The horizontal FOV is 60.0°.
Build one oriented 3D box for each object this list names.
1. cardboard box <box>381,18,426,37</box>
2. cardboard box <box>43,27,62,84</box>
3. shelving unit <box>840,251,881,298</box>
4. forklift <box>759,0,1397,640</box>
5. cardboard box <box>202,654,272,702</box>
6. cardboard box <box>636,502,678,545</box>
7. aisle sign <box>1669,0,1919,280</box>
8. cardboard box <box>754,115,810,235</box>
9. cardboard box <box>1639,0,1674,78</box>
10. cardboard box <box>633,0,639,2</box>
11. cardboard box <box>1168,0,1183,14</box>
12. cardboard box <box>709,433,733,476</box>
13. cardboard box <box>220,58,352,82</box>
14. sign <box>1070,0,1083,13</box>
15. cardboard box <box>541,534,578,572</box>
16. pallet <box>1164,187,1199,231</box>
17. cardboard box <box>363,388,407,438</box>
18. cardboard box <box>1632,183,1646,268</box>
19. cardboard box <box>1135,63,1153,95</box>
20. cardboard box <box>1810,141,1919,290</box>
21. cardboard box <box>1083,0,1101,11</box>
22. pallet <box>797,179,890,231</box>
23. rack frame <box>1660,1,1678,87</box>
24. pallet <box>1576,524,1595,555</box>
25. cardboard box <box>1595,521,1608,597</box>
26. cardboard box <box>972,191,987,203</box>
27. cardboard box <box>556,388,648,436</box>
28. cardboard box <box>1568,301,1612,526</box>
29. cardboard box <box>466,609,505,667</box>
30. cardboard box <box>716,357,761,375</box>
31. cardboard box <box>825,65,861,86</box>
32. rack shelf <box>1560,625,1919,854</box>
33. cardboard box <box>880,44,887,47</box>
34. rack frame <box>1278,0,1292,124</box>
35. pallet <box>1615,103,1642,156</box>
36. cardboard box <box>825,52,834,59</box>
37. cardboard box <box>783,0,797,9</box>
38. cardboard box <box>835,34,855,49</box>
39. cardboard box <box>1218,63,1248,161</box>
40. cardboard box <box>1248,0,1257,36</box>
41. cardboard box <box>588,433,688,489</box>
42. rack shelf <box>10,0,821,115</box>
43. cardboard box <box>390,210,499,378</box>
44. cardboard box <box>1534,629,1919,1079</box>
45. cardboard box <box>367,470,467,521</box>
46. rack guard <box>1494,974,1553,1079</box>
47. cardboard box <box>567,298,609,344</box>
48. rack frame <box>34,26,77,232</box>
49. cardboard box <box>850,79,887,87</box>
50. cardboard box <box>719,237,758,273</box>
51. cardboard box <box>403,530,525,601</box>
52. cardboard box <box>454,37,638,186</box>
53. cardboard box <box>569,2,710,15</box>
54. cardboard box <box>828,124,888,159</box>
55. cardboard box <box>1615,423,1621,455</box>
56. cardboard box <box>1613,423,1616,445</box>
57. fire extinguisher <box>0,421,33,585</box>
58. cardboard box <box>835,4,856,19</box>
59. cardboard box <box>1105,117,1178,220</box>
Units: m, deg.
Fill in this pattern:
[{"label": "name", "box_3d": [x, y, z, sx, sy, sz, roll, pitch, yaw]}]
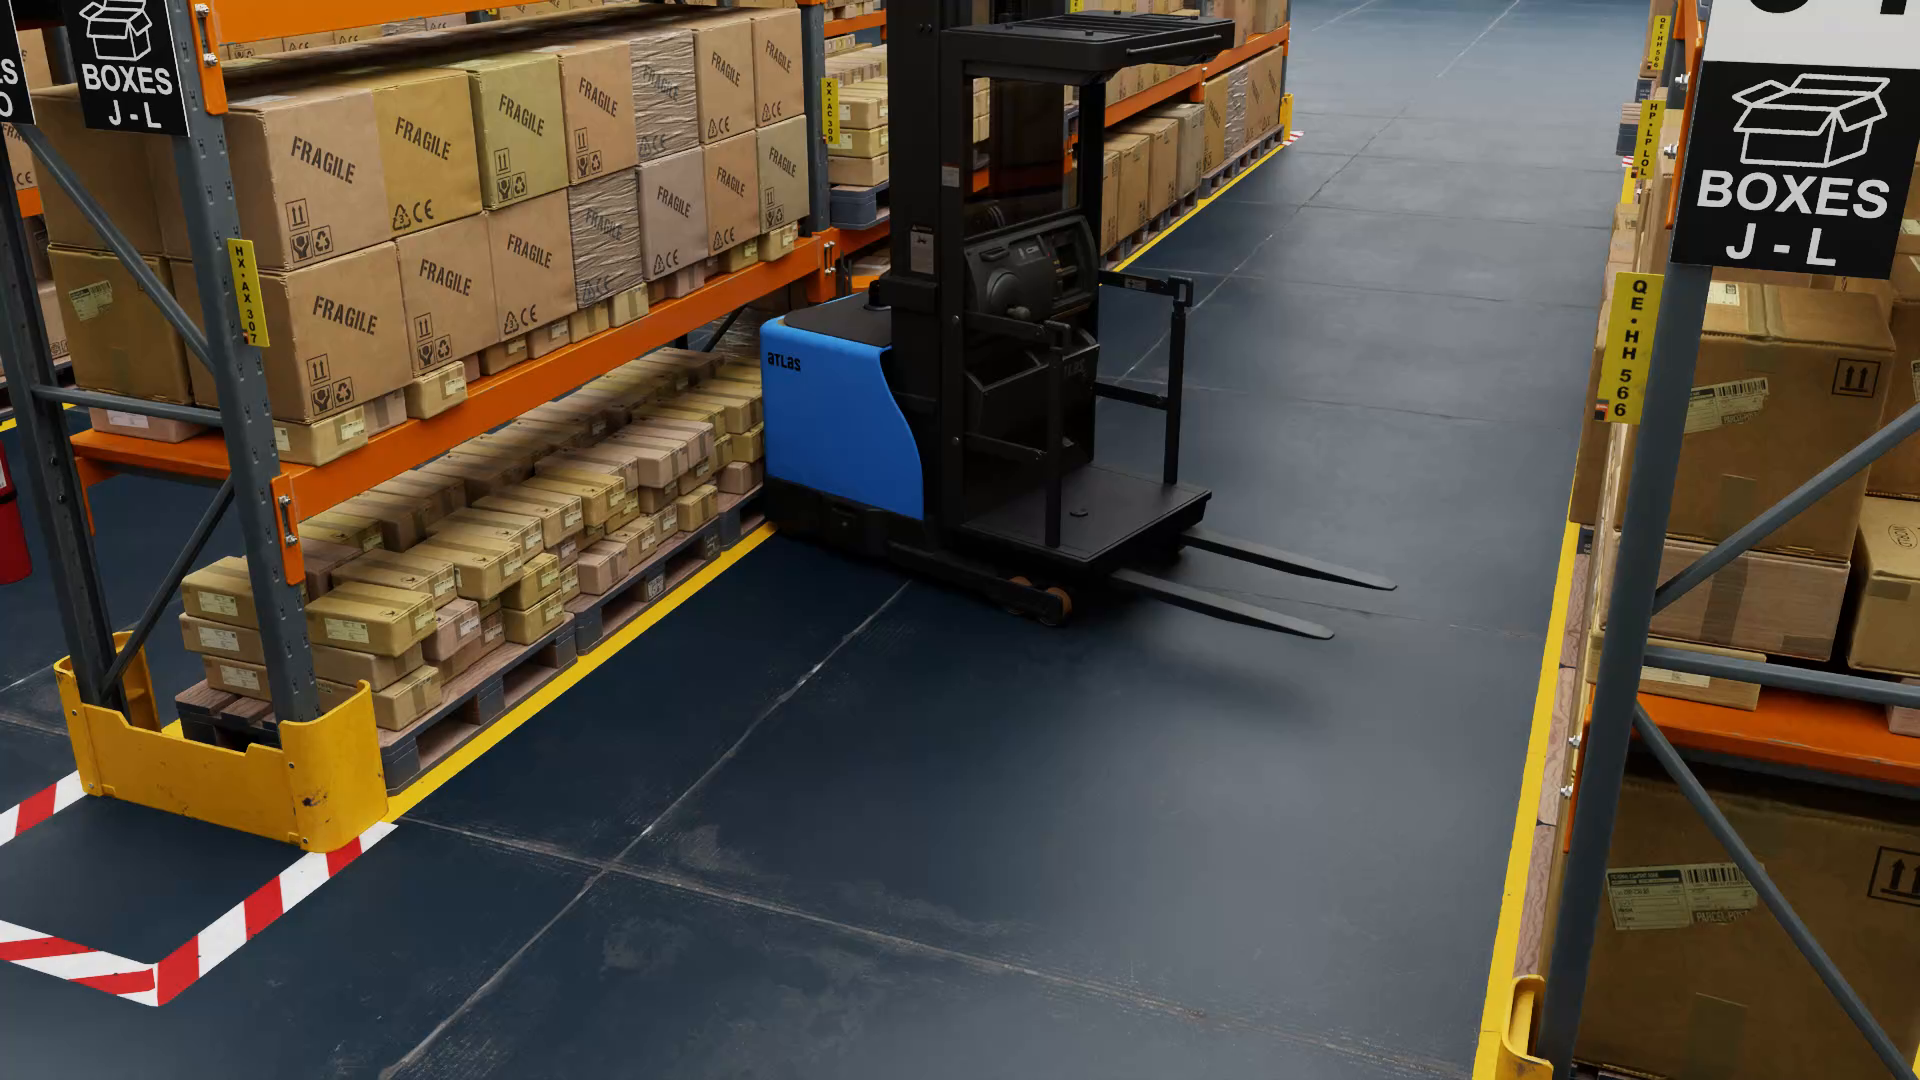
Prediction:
[{"label": "cardboard box", "box_3d": [-4.447, -4.058, 12.647, 0.500, 0.500, 0.500, 9, 24, 21]}, {"label": "cardboard box", "box_3d": [-5.371, -3.150, 10.473, 0.500, 0.500, 0.500, 9, 24, 21]}, {"label": "shelving unit", "box_3d": [-0.361, -0.957, 8.984, 0.503, 1.200, 0.258, -5, 23, -13]}, {"label": "forklift", "box_3d": [0.495, -1.205, 7.332, 3.031, 2.935, 1.130, 17, 28, 34]}, {"label": "cardboard box", "box_3d": [-2.652, 0.481, 6.361, 0.380, 0.149, 0.250, 9, 24, 21]}, {"label": "cardboard box", "box_3d": [-1.541, -0.089, 7.725, 0.380, 0.149, 0.250, 9, 24, 21]}, {"label": "aisle sign", "box_3d": [1.609, -0.893, 3.123, 0.394, 0.787, 0.004, 9, 24, 20]}, {"label": "cardboard box", "box_3d": [-1.085, -1.824, 8.209, 0.500, 0.500, 0.500, 9, 24, 20]}, {"label": "cardboard box", "box_3d": [5.946, -4.177, 13.034, 1.000, 1.000, 1.000, 9, 24, 20]}, {"label": "cardboard box", "box_3d": [-3.168, -5.207, 15.763, 0.500, 0.500, 0.500, 10, 25, 22]}, {"label": "cardboard box", "box_3d": [1.625, -5.046, 15.011, 0.700, 0.500, 0.500, 8, 24, 19]}, {"label": "cardboard box", "box_3d": [-1.346, -0.438, 8.176, 0.380, 0.149, 0.250, 9, 24, 21]}, {"label": "cardboard box", "box_3d": [-2.526, -1.448, 6.012, 0.500, 0.500, 0.500, 8, 24, 18]}, {"label": "sign", "box_3d": [0.826, -3.709, 11.838, 0.100, 0.325, 0.005, 9, 24, 20]}, {"label": "cardboard box", "box_3d": [-1.851, 0.036, 7.040, 0.380, 0.149, 0.250, 8, 24, 18]}, {"label": "pallet", "box_3d": [1.587, -3.143, 15.501, 1.003, 0.211, 1.213, 9, 24, 20]}, {"label": "cardboard box", "box_3d": [-2.173, -0.473, 5.816, 0.380, 0.149, 0.250, 10, 25, 22]}, {"label": "cardboard box", "box_3d": [3.510, -1.536, 7.906, 0.500, 0.500, 0.500, 10, 25, 22]}, {"label": "cardboard box", "box_3d": [1.297, -3.994, 13.791, 0.500, 0.500, 0.500, 9, 24, 19]}, {"label": "cardboard box", "box_3d": [3.287, -1.140, 5.924, 0.500, 0.500, 0.500, 9, 24, 21]}, {"label": "cardboard box", "box_3d": [0.681, -4.133, 12.826, 0.700, 0.500, 0.500, 8, 24, 19]}, {"label": "pallet", "box_3d": [-0.749, -2.018, 9.438, 1.003, 0.211, 1.213, 9, 24, 20]}, {"label": "rack frame", "box_3d": [4.886, -2.539, 10.437, 1.000, 3.000, 0.127, 9, 24, 20]}, {"label": "pallet", "box_3d": [3.617, -0.108, 8.234, 1.003, 0.211, 1.213, 9, 24, 20]}, {"label": "cardboard box", "box_3d": [1.930, 0.082, 4.488, 0.380, 0.149, 0.250, 9, 24, 20]}, {"label": "cardboard box", "box_3d": [0.130, -2.207, 11.368, 0.500, 0.250, 0.500, 9, 24, 21]}, {"label": "cardboard box", "box_3d": [-1.769, -0.629, 8.246, 0.380, 0.149, 0.250, 8, 24, 19]}, {"label": "cardboard box", "box_3d": [3.619, -0.553, 7.894, 1.225, 0.875, 0.875, 9, 24, 20]}, {"label": "cardboard box", "box_3d": [-2.055, 0.362, 6.645, 0.380, 0.149, 0.250, 9, 24, 21]}, {"label": "cardboard box", "box_3d": [-1.058, -0.842, 8.756, 0.380, 0.149, 0.250, 9, 24, 22]}, {"label": "cardboard box", "box_3d": [-0.811, -2.748, 9.946, 0.380, 0.149, 0.250, 8, 24, 18]}, {"label": "rack shelf", "box_3d": [2.657, -0.060, 5.435, 1.077, 0.370, 4.000, 9, 24, 20]}, {"label": "cardboard box", "box_3d": [-0.325, -3.222, 11.080, 0.380, 0.149, 0.250, 8, 24, 18]}, {"label": "rack frame", "box_3d": [3.290, -6.148, 19.077, 1.000, 3.000, 0.127, 9, 24, 20]}, {"label": "pallet", "box_3d": [5.052, -2.721, 11.121, 1.213, 0.211, 1.003, 9, 24, 20]}, {"label": "cardboard box", "box_3d": [-1.784, -5.401, 19.338, 0.500, 0.500, 0.500, 8, 24, 19]}, {"label": "cardboard box", "box_3d": [-2.044, -6.051, 18.329, 0.500, 0.500, 0.500, 9, 24, 20]}, {"label": "cardboard box", "box_3d": [-1.473, -5.926, 19.753, 0.380, 0.149, 0.250, 10, 24, 22]}, {"label": "cardboard box", "box_3d": [2.434, -4.468, 17.267, 0.875, 0.875, 0.875, 9, 24, 20]}, {"label": "cardboard box", "box_3d": [2.685, -5.696, 17.799, 0.875, 0.550, 0.550, 9, 24, 20]}, {"label": "cardboard box", "box_3d": [-1.474, -0.365, 7.614, 0.380, 0.149, 0.250, 8, 24, 18]}, {"label": "rack shelf", "box_3d": [-1.910, -2.190, 6.644, 1.077, 0.370, 4.000, 9, 24, 20]}, {"label": "cardboard box", "box_3d": [-2.055, -0.922, 6.050, 0.500, 0.500, 0.500, 9, 24, 20]}, {"label": "cardboard box", "box_3d": [2.078, 0.870, 4.487, 0.875, 0.875, 0.875, 9, 24, 20]}, {"label": "cardboard box", "box_3d": [-2.364, -0.181, 7.174, 0.380, 0.149, 0.250, 10, 25, 22]}, {"label": "rack guard", "box_3d": [1.905, 1.486, 4.044, 1.175, 0.500, 0.348, 9, 24, 20]}, {"label": "cardboard box", "box_3d": [-1.697, -0.941, 6.937, 0.380, 0.149, 0.250, 10, 25, 22]}, {"label": "rack frame", "box_3d": [-5.801, -2.526, 10.407, 1.000, 3.000, 0.127, 9, 24, 20]}, {"label": "cardboard box", "box_3d": [-0.399, -2.473, 9.289, 0.380, 0.149, 0.250, 9, 24, 21]}, {"label": "cardboard box", "box_3d": [-1.206, -1.407, 8.053, 0.380, 0.149, 0.250, 10, 25, 22]}, {"label": "cardboard box", "box_3d": [-1.940, 0.098, 6.505, 0.380, 0.149, 0.250, 9, 24, 20]}, {"label": "cardboard box", "box_3d": [-1.659, -1.737, 6.704, 0.500, 0.500, 0.500, 8, 24, 18]}, {"label": "cardboard box", "box_3d": [-1.561, -2.372, 8.224, 0.500, 0.500, 0.500, 9, 24, 21]}, {"label": "cardboard box", "box_3d": [-0.594, -2.144, 8.887, 0.380, 0.149, 0.250, 9, 24, 21]}, {"label": "cardboard box", "box_3d": [2.226, -0.319, 4.931, 0.500, 0.250, 0.500, 8, 24, 18]}, {"label": "cardboard box", "box_3d": [2.404, -0.375, 5.583, 0.380, 0.149, 0.250, 8, 24, 19]}, {"label": "fire extinguisher", "box_3d": [-3.175, -0.191, 5.399, 0.296, 0.674, 0.183, 9, 24, 20]}, {"label": "cardboard box", "box_3d": [-1.458, -6.249, 19.644, 0.380, 0.149, 0.250, 9, 24, 21]}, {"label": "cardboard box", "box_3d": [1.295, -3.293, 14.615, 1.050, 0.750, 0.750, 9, 24, 20]}]
